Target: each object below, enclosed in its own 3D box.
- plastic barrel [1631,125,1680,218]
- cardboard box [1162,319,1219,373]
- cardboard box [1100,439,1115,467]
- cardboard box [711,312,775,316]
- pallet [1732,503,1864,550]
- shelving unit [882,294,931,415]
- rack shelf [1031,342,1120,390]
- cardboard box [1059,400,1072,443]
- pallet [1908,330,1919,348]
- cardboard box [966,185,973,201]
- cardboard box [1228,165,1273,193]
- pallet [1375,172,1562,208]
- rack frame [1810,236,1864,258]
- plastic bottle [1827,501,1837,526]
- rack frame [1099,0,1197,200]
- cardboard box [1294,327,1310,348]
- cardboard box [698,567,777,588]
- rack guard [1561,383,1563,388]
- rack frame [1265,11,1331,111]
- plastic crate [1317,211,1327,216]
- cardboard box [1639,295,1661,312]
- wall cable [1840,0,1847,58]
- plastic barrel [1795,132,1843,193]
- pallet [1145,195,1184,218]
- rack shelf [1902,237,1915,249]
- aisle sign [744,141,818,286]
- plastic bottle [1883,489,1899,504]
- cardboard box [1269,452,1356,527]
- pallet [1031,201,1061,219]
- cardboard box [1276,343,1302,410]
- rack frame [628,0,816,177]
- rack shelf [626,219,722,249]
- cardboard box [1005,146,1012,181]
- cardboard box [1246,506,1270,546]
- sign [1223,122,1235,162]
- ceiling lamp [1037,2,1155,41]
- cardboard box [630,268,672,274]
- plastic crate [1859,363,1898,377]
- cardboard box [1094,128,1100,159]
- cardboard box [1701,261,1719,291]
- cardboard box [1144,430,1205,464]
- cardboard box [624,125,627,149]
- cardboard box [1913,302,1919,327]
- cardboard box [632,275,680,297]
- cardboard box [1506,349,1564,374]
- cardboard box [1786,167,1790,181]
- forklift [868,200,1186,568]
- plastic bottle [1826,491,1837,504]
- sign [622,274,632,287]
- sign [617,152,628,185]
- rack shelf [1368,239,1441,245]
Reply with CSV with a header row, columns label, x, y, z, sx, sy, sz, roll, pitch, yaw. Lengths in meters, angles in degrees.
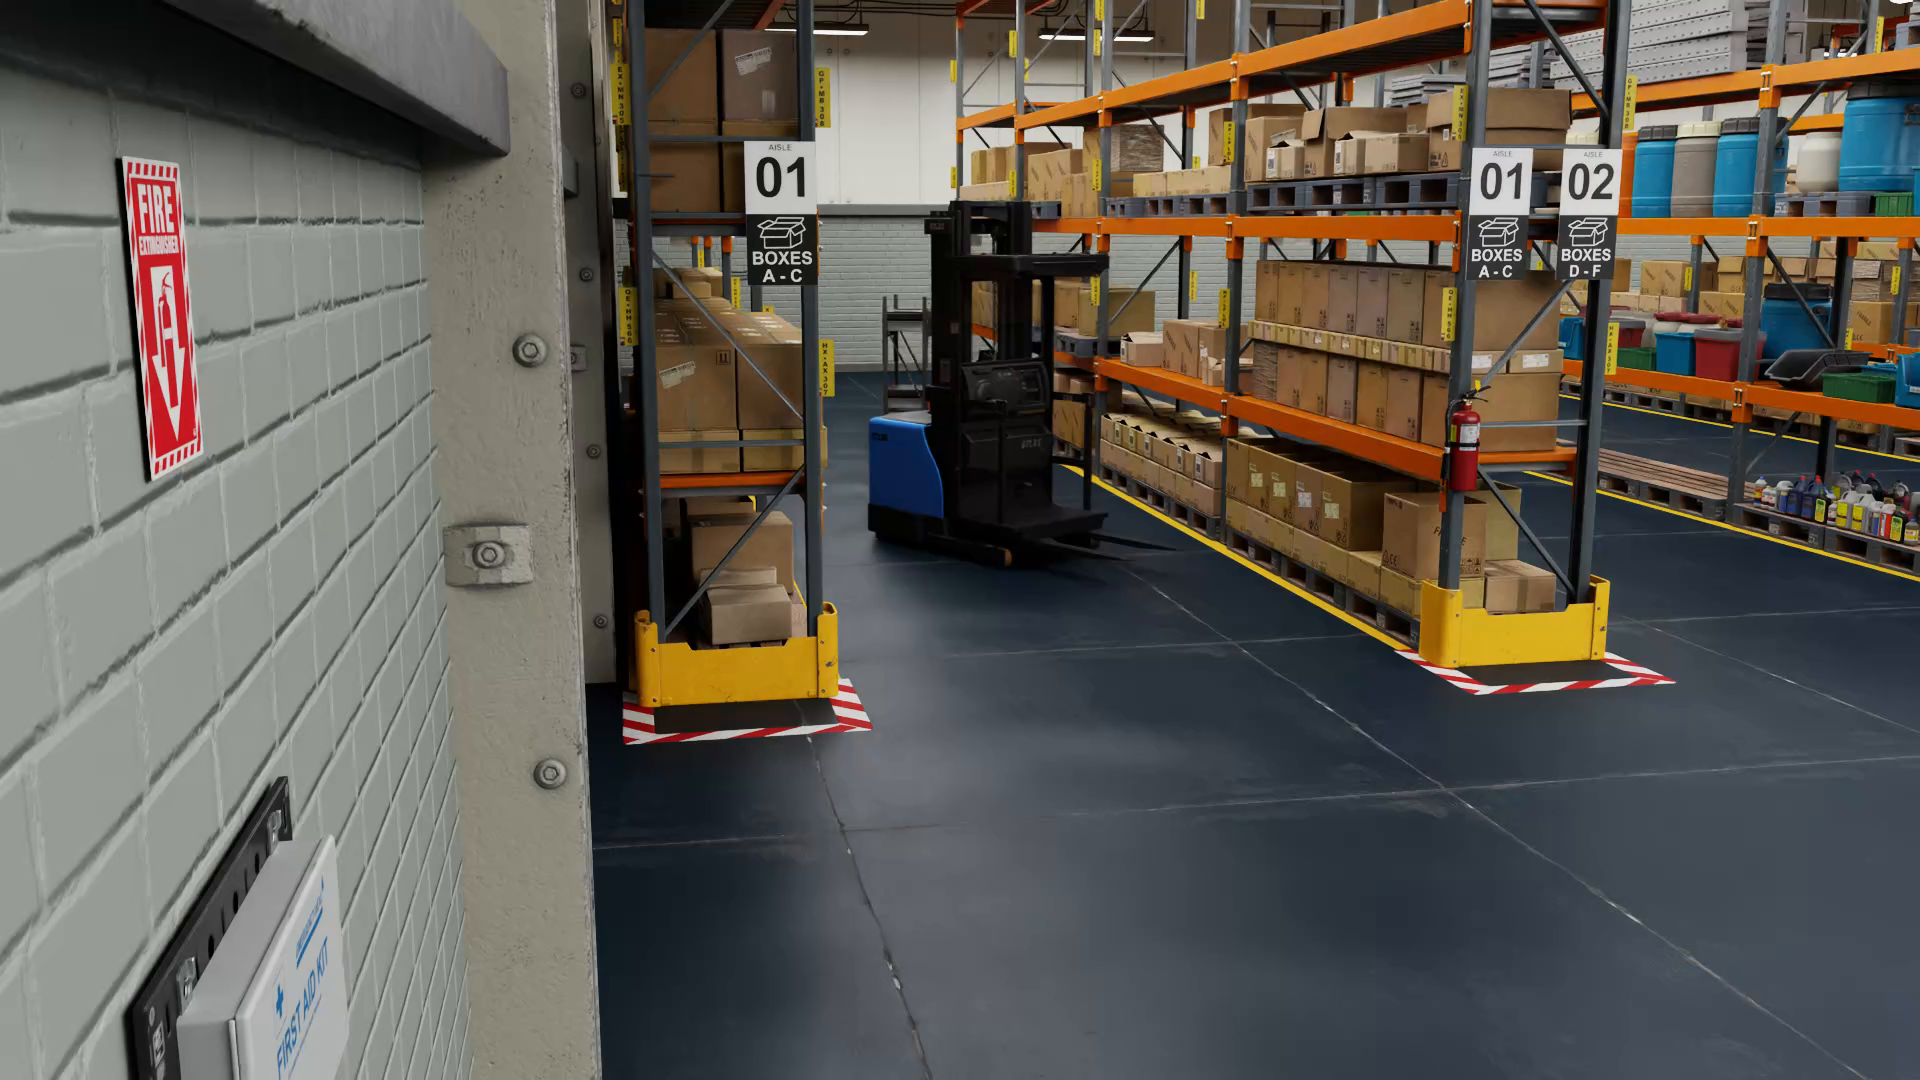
label,x,y,z,sx,sy,sz,roll,pitch,yaw
plastic barrel,7.070,-3.682,16.655,0.600,0.901,0.708,-2,11,-11
cardboard box,2.341,-1.933,16.562,0.500,0.500,0.500,-3,11,-14
cardboard box,1.812,-0.940,17.842,0.500,0.250,0.500,-2,11,-11
cardboard box,-1.687,-1.506,12.926,0.500,0.500,0.500,-2,11,-11
pallet,7.726,-0.142,14.879,1.003,0.211,1.213,-2,11,-11
shelving unit,-0.460,-1.211,15.443,0.431,2.100,0.503,2,11,9
rack shelf,1.610,-2.204,20.180,1.077,0.370,4.000,-2,11,-11
cardboard box,1.486,-1.437,19.733,0.500,0.500,0.500,-3,11,-13
pallet,11.960,-2.329,19.426,1.213,0.211,1.003,-2,11,-11
cardboard box,0.377,-5.108,24.553,0.500,0.250,0.500,-2,11,-11
cardboard box,2.666,-3.177,14.621,0.500,0.250,0.500,-1,11,-5
pallet,3.442,-2.284,10.890,1.003,0.211,1.213,-2,11,-11
rack frame,15.045,-4.180,28.634,1.000,3.000,0.127,-2,11,-11
plastic bottle,7.455,-0.228,14.178,0.097,0.201,0.097,0,11,0
rack frame,1.999,-5.138,17.624,1.000,3.000,0.127,-2,11,-11
cardboard box,2.839,-1.581,12.981,0.380,0.149,0.250,-2,11,-13
cardboard box,-1.461,0.327,10.970,0.500,0.311,0.500,-1,11,-6
rack guard,10.156,-2.794,28.040,1.175,0.500,0.348,-2,11,-11
rack frame,5.302,-6.785,26.276,1.000,3.000,0.127,-2,11,-11
plastic crate,5.430,-4.835,24.373,0.437,0.282,0.530,-2,11,-11
cardboard box,10.492,-3.523,24.789,0.500,0.250,0.500,-2,11,-9
wall cable,16.981,-11.249,33.684,2.355,3.000,0.029,-2,11,-11
plastic barrel,7.527,-3.285,14.491,0.421,0.512,0.421,0,11,0
pallet,2.439,-3.246,16.209,1.003,0.211,1.213,-2,11,-8
rack shelf,12.105,-3.304,17.934,1.077,0.370,4.000,-2,11,-11
aisle sign,-0.996,-1.818,9.271,0.394,0.787,0.004,-2,11,-11
plastic bottle,8.049,-0.308,14.380,0.061,0.283,0.133,-2,11,-11
cardboard box,2.754,-0.401,13.008,0.500,0.500,0.500,-2,11,-11
pallet,1.483,-3.994,20.136,1.213,0.211,1.003,-2,11,-11
cardboard box,2.978,-1.329,13.388,0.700,0.500,0.500,-2,11,-12
rack frame,-1.304,-3.490,8.965,1.000,3.000,0.127,-2,11,-11
rack shelf,-3.249,-3.497,18.949,1.077,0.370,4.000,-2,11,-11
cardboard box,1.027,-5.215,23.107,0.700,0.500,0.500,-2,11,-11
cardboard box,2.662,-0.125,13.561,0.500,0.250,0.500,-2,11,-11
sign,2.246,-3.318,13.860,0.100,0.325,0.005,-2,11,-11
ceiling lamp,2.375,-10.055,27.848,2.000,3.185,0.800,-2,11,-11
cardboard box,-3.804,-3.223,20.487,0.500,0.250,0.500,-2,11,-9
plastic crate,8.118,-1.371,14.273,0.499,0.251,0.616,-2,11,-11
cardboard box,1.821,-4.379,18.715,0.500,0.500,0.500,-2,11,-11
cardboard box,11.096,-3.822,24.355,0.500,0.500,0.500,-2,11,-11
cardboard box,2.120,-0.931,16.298,0.500,0.311,0.500,-2,11,-12
cardboard box,-2.267,-3.200,12.469,0.500,0.500,0.500,-2,11,-10
cardboard box,11.889,-2.699,20.585,0.500,0.500,0.500,-2,11,-9
cardboard box,-3.202,-2.657,17.514,0.500,0.250,0.500,-2,11,-9
cardboard box,3.689,-1.171,10.826,0.380,0.149,0.250,-2,11,-11
cardboard box,11.061,-4.907,23.043,0.700,0.500,0.500,-2,11,-10
forklift,0.533,-1.319,13.785,1.130,2.935,3.031,-9,14,-41
plastic bottle,7.488,-0.289,14.314,0.097,0.271,0.097,0,11,0
sign,-3.404,-2.558,17.018,0.100,0.325,0.005,-2,11,-11
sign,-3.406,-3.758,16.801,0.100,0.325,0.005,-2,11,-11
rack shelf,6.469,-3.857,20.842,1.077,0.370,4.000,-2,11,-11
